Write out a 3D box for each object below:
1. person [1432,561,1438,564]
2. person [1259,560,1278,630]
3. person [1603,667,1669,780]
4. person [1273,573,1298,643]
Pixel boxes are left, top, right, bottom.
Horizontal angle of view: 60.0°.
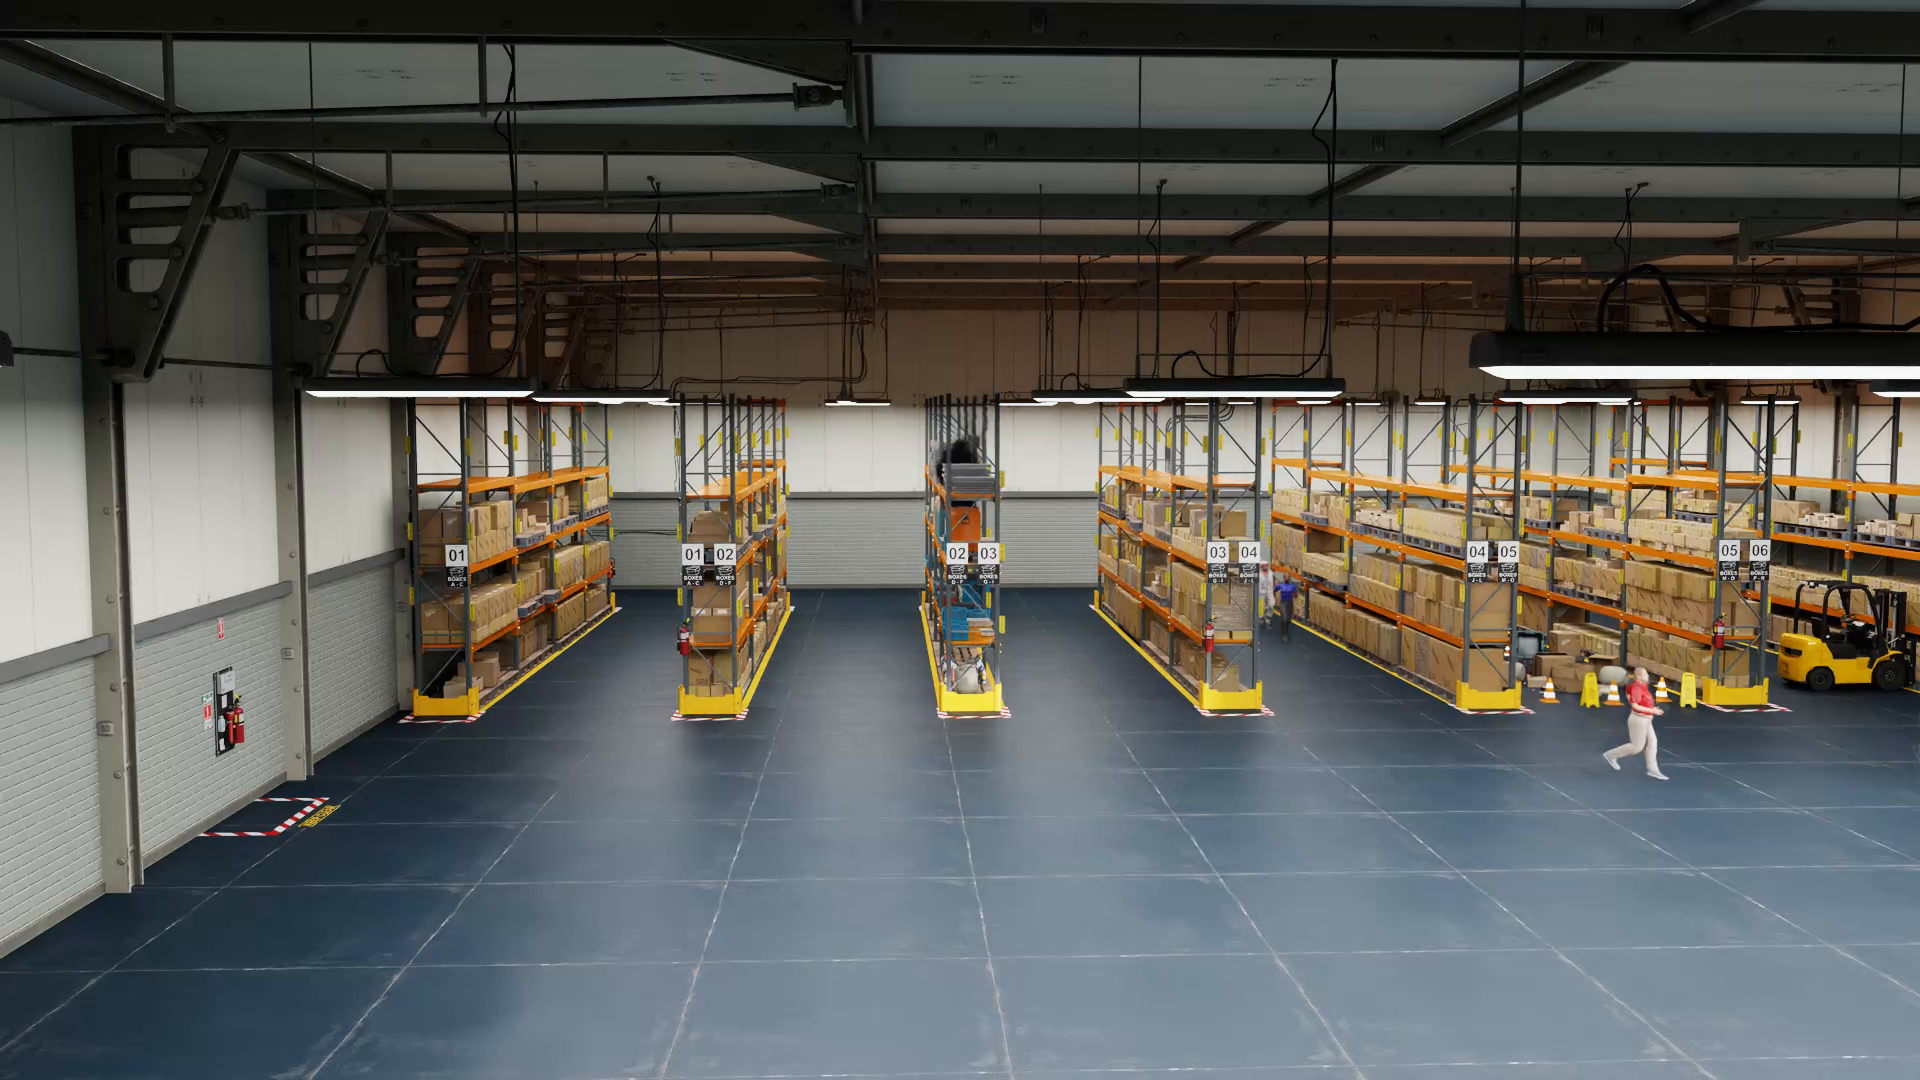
[{"bbox_3d":[14.180,1.083,49.440,0.811,1.461,0.601,2,5,19],"label":"person"},{"bbox_3d":[7.965,1.435,43.259,0.670,1.812,0.745,0,5,3],"label":"person"},{"bbox_3d":[10.508,2.836,25.783,0.944,1.737,0.664,3,5,29],"label":"person"},{"bbox_3d":[8.025,1.650,40.924,0.559,1.687,0.851,-1,5,-7],"label":"person"}]
